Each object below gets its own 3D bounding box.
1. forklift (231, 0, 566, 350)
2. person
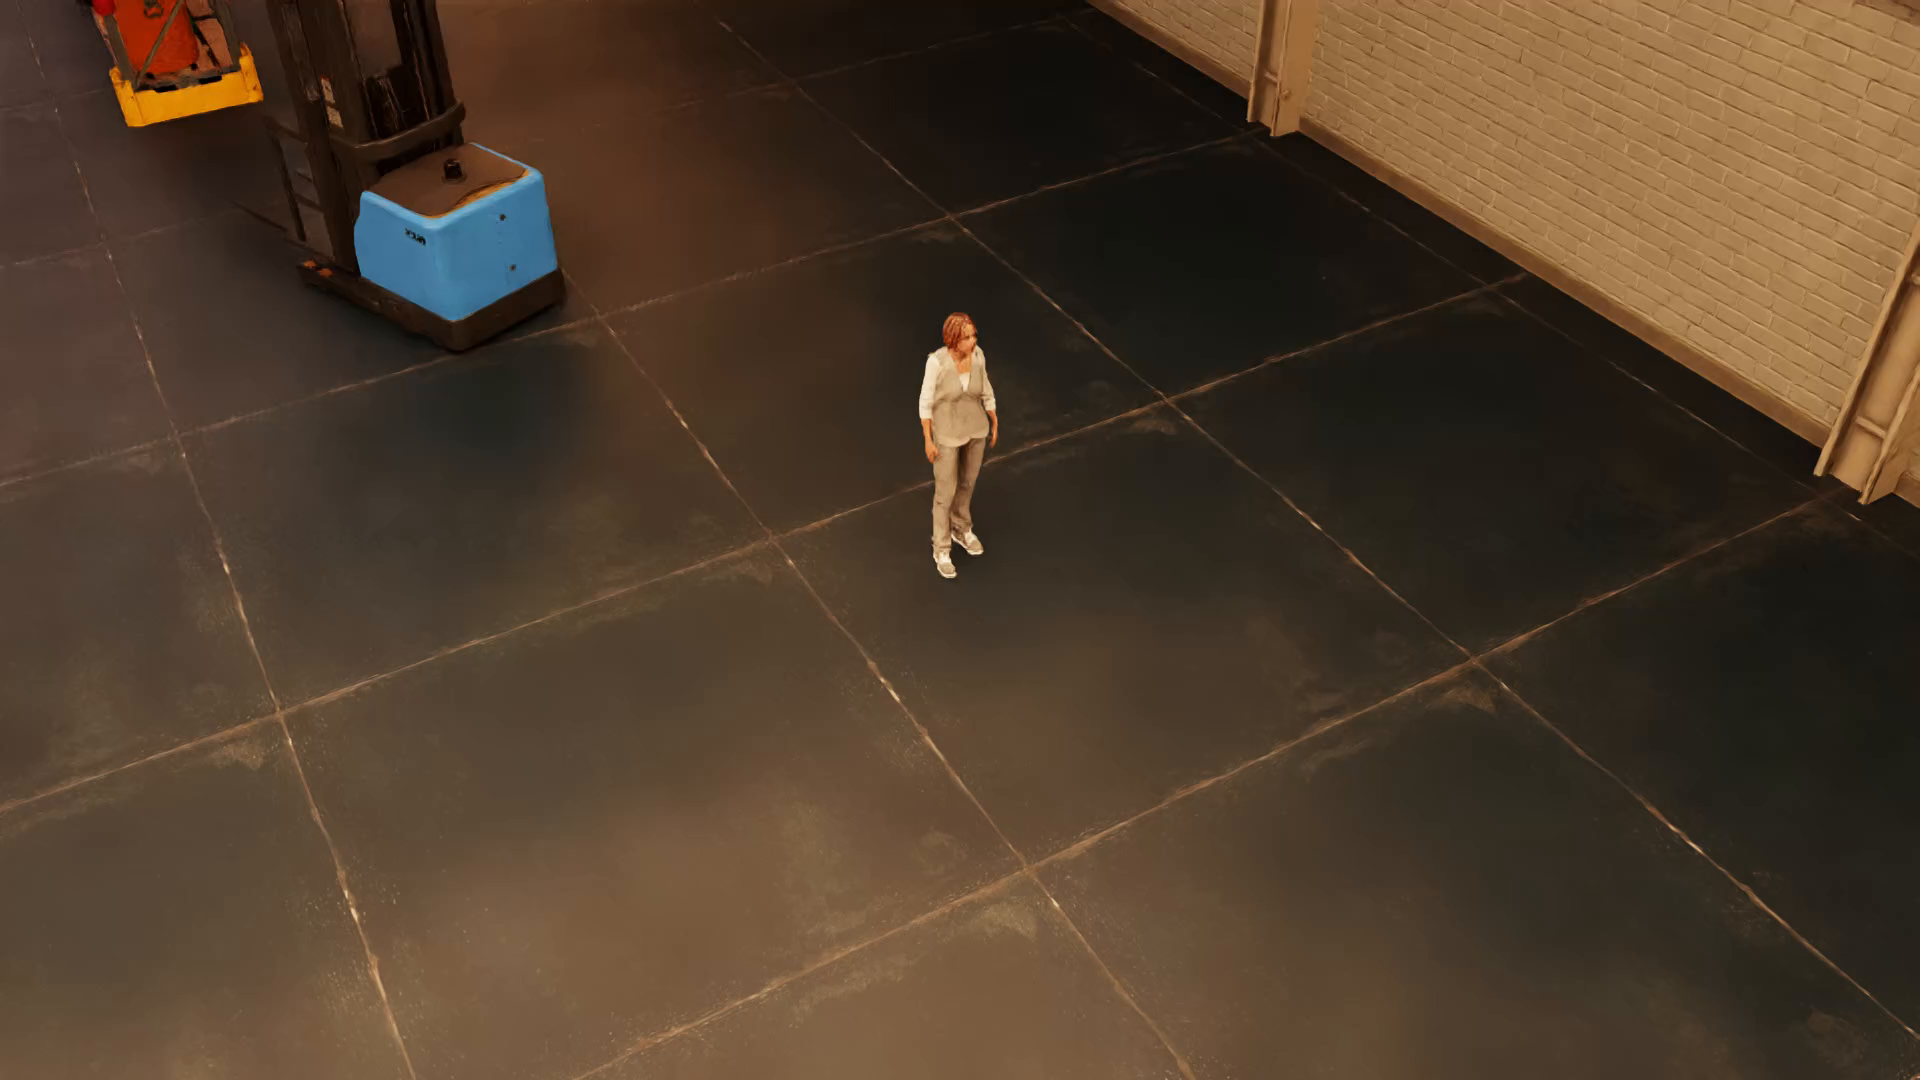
[{"bbox_3d":[-4.425,-3.259,11.965,3.031,2.935,1.130,26,46,28],"label":"forklift"},{"bbox_3d":[0.025,-0.575,9.763,0.521,1.597,0.474,-20,44,-23],"label":"person"}]
